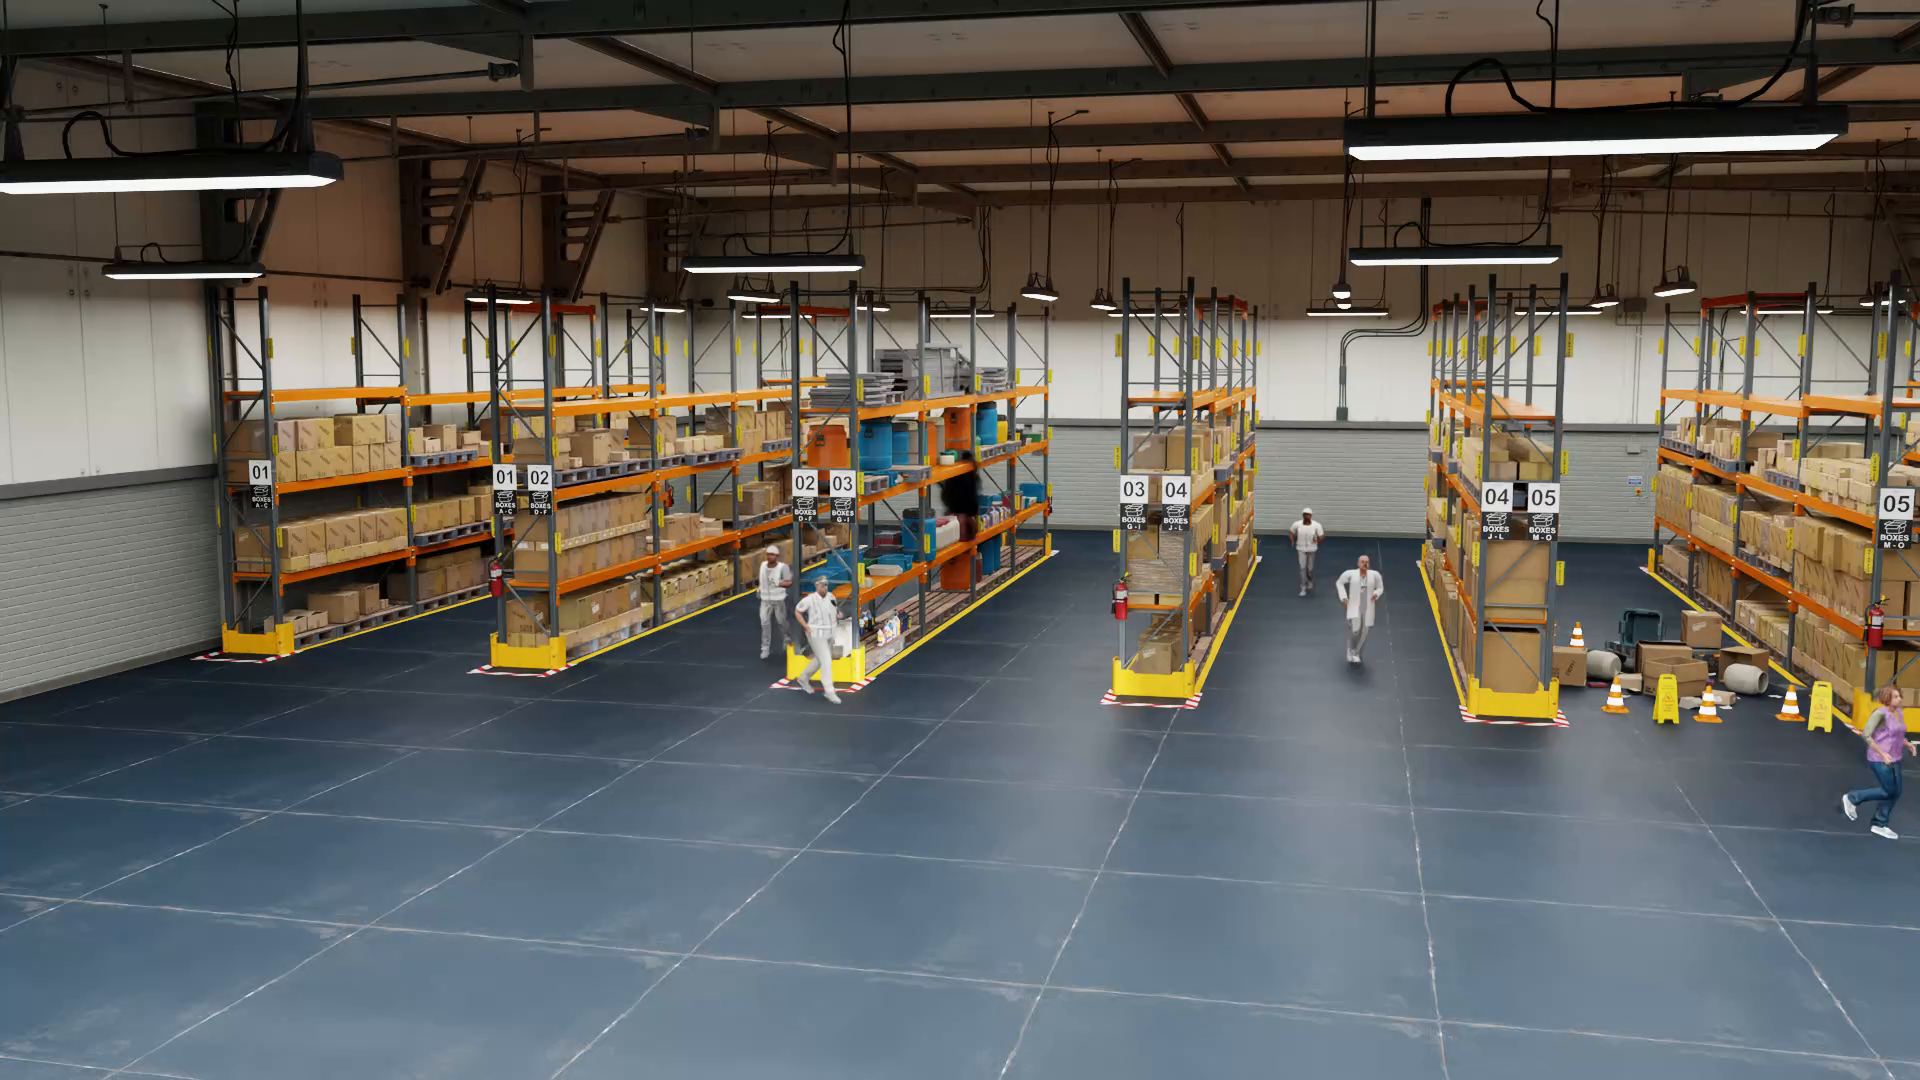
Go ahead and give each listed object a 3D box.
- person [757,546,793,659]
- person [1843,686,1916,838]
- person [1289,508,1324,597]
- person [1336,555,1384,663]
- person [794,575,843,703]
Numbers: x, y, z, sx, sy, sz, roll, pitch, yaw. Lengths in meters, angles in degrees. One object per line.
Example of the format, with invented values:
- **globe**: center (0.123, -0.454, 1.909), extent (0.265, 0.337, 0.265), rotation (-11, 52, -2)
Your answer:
- **person**: center (-3.023, 0.974, 27.090), extent (0.679, 1.782, 0.992), rotation (2, 7, 16)
- **person**: center (9.531, 2.272, 17.198), extent (0.533, 1.573, 0.588), rotation (-4, 8, -30)
- **person**: center (7.076, 0.221, 33.983), extent (0.698, 1.774, 0.853), rotation (2, 7, 13)
- **person**: center (6.361, 1.107, 26.369), extent (0.705, 1.737, 0.699), rotation (0, 7, 1)
- **person**: center (-1.989, 1.394, 23.849), extent (0.871, 1.822, 0.637), rotation (5, 8, 36)
